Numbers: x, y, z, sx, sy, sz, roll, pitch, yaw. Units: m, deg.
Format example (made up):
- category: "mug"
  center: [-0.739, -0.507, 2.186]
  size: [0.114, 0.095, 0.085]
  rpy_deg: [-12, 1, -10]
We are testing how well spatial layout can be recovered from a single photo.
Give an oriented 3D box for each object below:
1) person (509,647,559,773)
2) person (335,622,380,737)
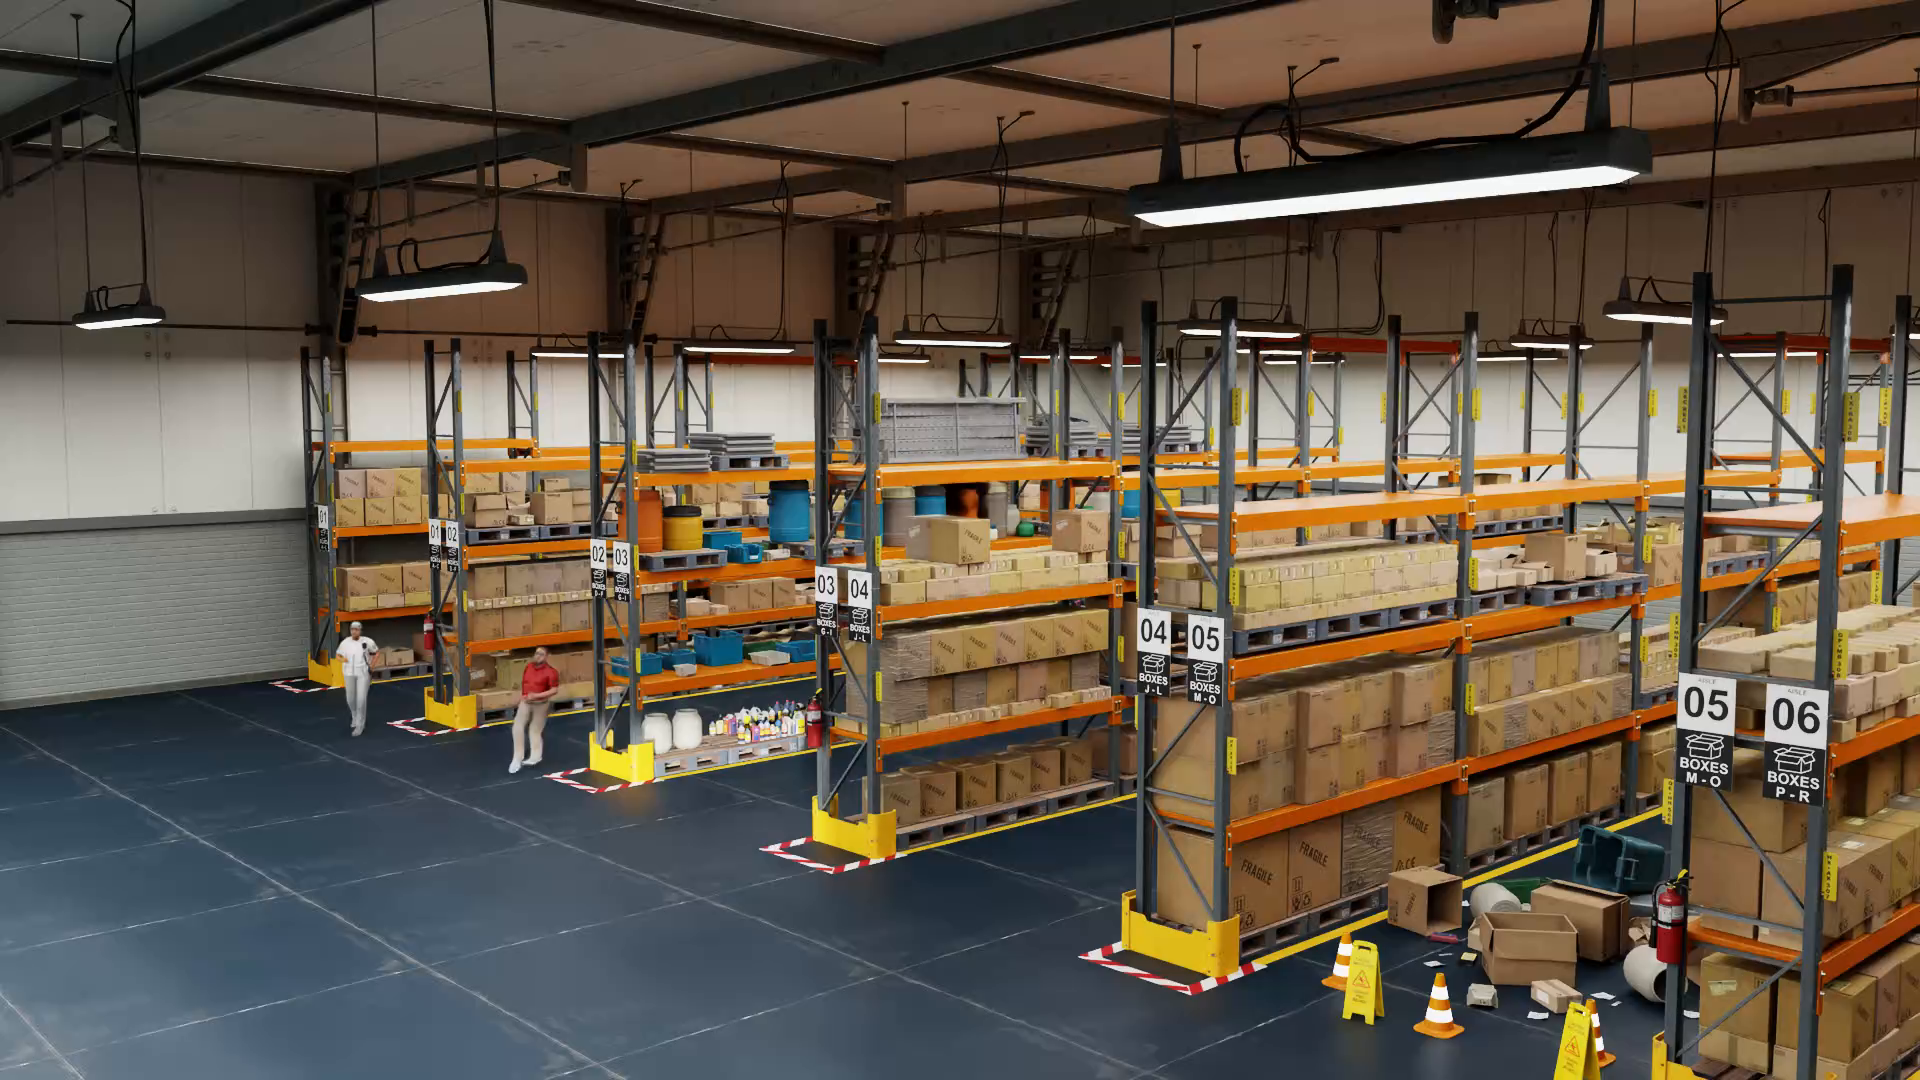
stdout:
- category: "person"
  center: [-5.814, 2.312, 22.808]
  size: [0.660, 1.701, 0.677]
  rpy_deg: [1, 5, 11]
- category: "person"
  center: [-9.225, 2.091, 25.394]
  size: [0.611, 1.698, 0.811]
  rpy_deg: [0, 5, -2]
